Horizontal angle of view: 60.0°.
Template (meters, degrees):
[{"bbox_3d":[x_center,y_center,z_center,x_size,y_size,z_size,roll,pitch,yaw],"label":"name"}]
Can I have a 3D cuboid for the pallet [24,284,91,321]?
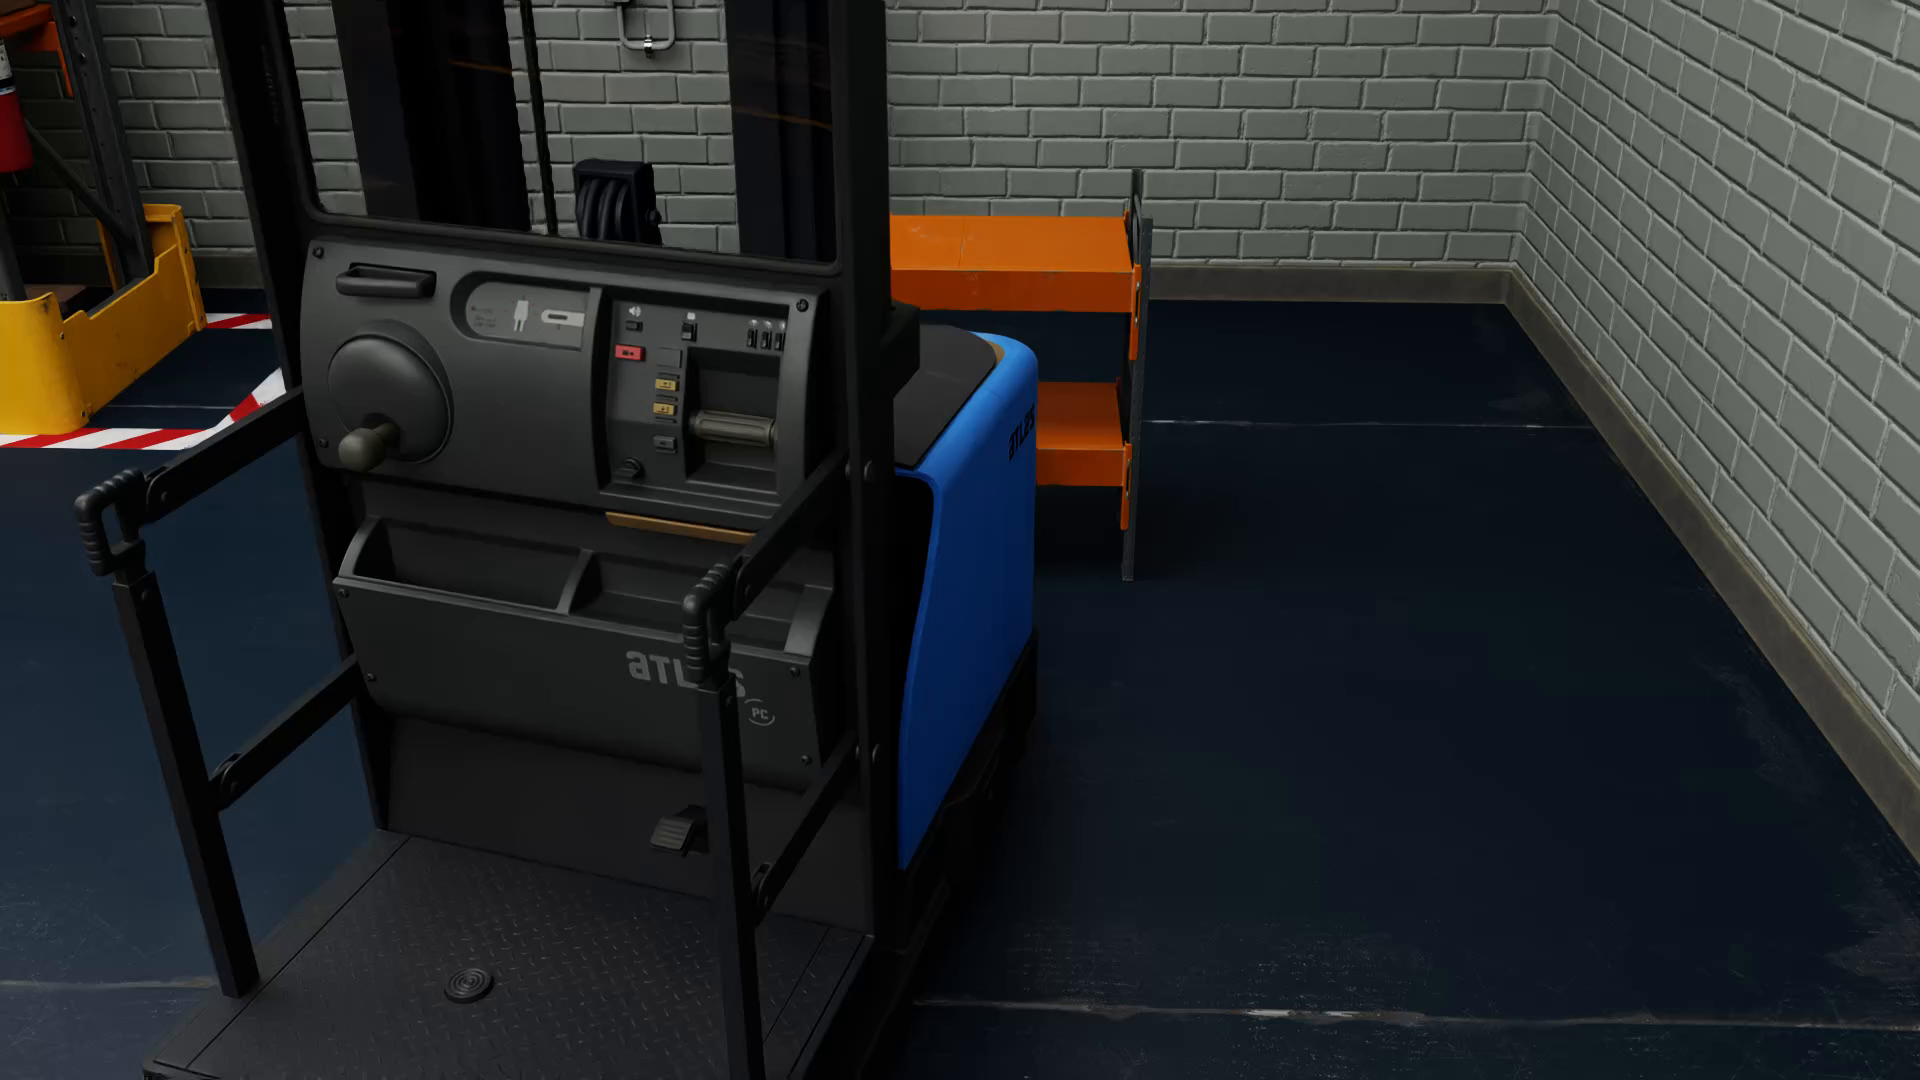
[{"bbox_3d":[-4.158,-0.721,6.385,1.213,0.211,1.003,1,28,2],"label":"pallet"}]

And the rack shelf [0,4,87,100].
[{"bbox_3d":[-5.355,-1.692,6.007,4.000,0.370,1.077,1,28,2],"label":"rack shelf"}]

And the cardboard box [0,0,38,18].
[{"bbox_3d":[-3.866,-2.113,5.713,0.700,0.700,0.980,2,28,4],"label":"cardboard box"}]

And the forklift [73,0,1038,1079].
[{"bbox_3d":[-0.734,-0.226,2.547,1.130,2.935,3.031,8,29,15],"label":"forklift"}]

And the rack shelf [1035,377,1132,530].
[{"bbox_3d":[0.007,-0.281,5.101,1.000,0.278,0.538,1,28,2],"label":"rack shelf"}]

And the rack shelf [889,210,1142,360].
[{"bbox_3d":[0.007,-0.755,4.849,1.000,0.278,0.538,1,28,2],"label":"rack shelf"}]

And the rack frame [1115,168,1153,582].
[{"bbox_3d":[0.515,-0.488,4.970,0.032,1.125,0.500,1,28,2],"label":"rack frame"}]

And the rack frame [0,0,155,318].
[{"bbox_3d":[-3.356,-1.976,5.776,0.127,3.000,1.000,1,28,2],"label":"rack frame"}]

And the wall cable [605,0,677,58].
[{"bbox_3d":[-2.043,-2.847,6.333,1.851,1.984,0.084,1,28,2],"label":"wall cable"}]

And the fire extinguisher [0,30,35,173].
[{"bbox_3d":[-3.222,-1.559,5.469,0.183,0.674,0.296,1,28,2],"label":"fire extinguisher"}]

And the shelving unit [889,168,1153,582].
[{"bbox_3d":[0.007,-0.497,4.986,1.048,1.125,0.538,1,28,2],"label":"shelving unit"}]

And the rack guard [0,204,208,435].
[{"bbox_3d":[-3.332,-0.872,6.360,0.348,0.500,1.175,1,28,2],"label":"rack guard"}]
